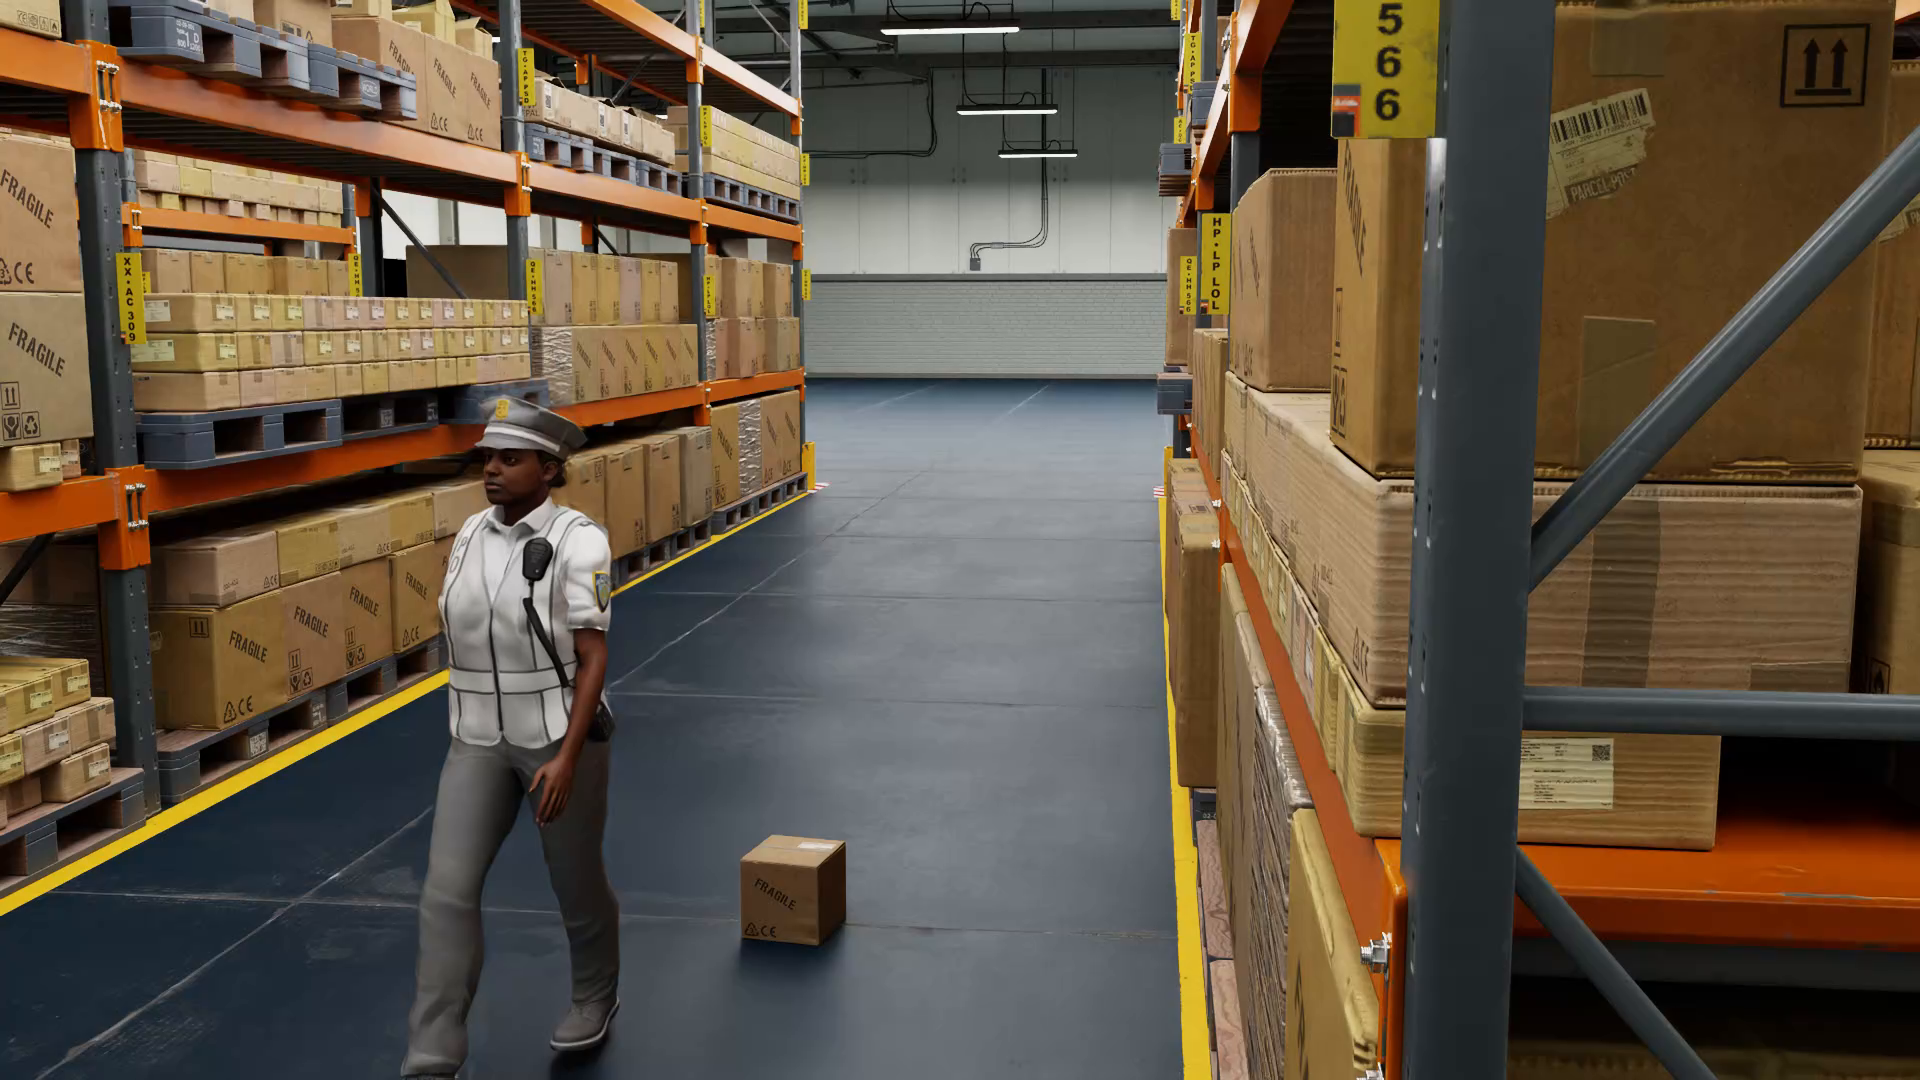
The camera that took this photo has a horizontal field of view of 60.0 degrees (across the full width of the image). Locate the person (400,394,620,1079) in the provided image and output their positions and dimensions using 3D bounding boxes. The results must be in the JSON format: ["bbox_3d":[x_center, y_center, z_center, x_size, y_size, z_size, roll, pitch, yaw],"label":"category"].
[{"bbox_3d":[-1.053,0.506,3.935,0.447,1.693,0.835,2,8,13],"label":"person"}]
